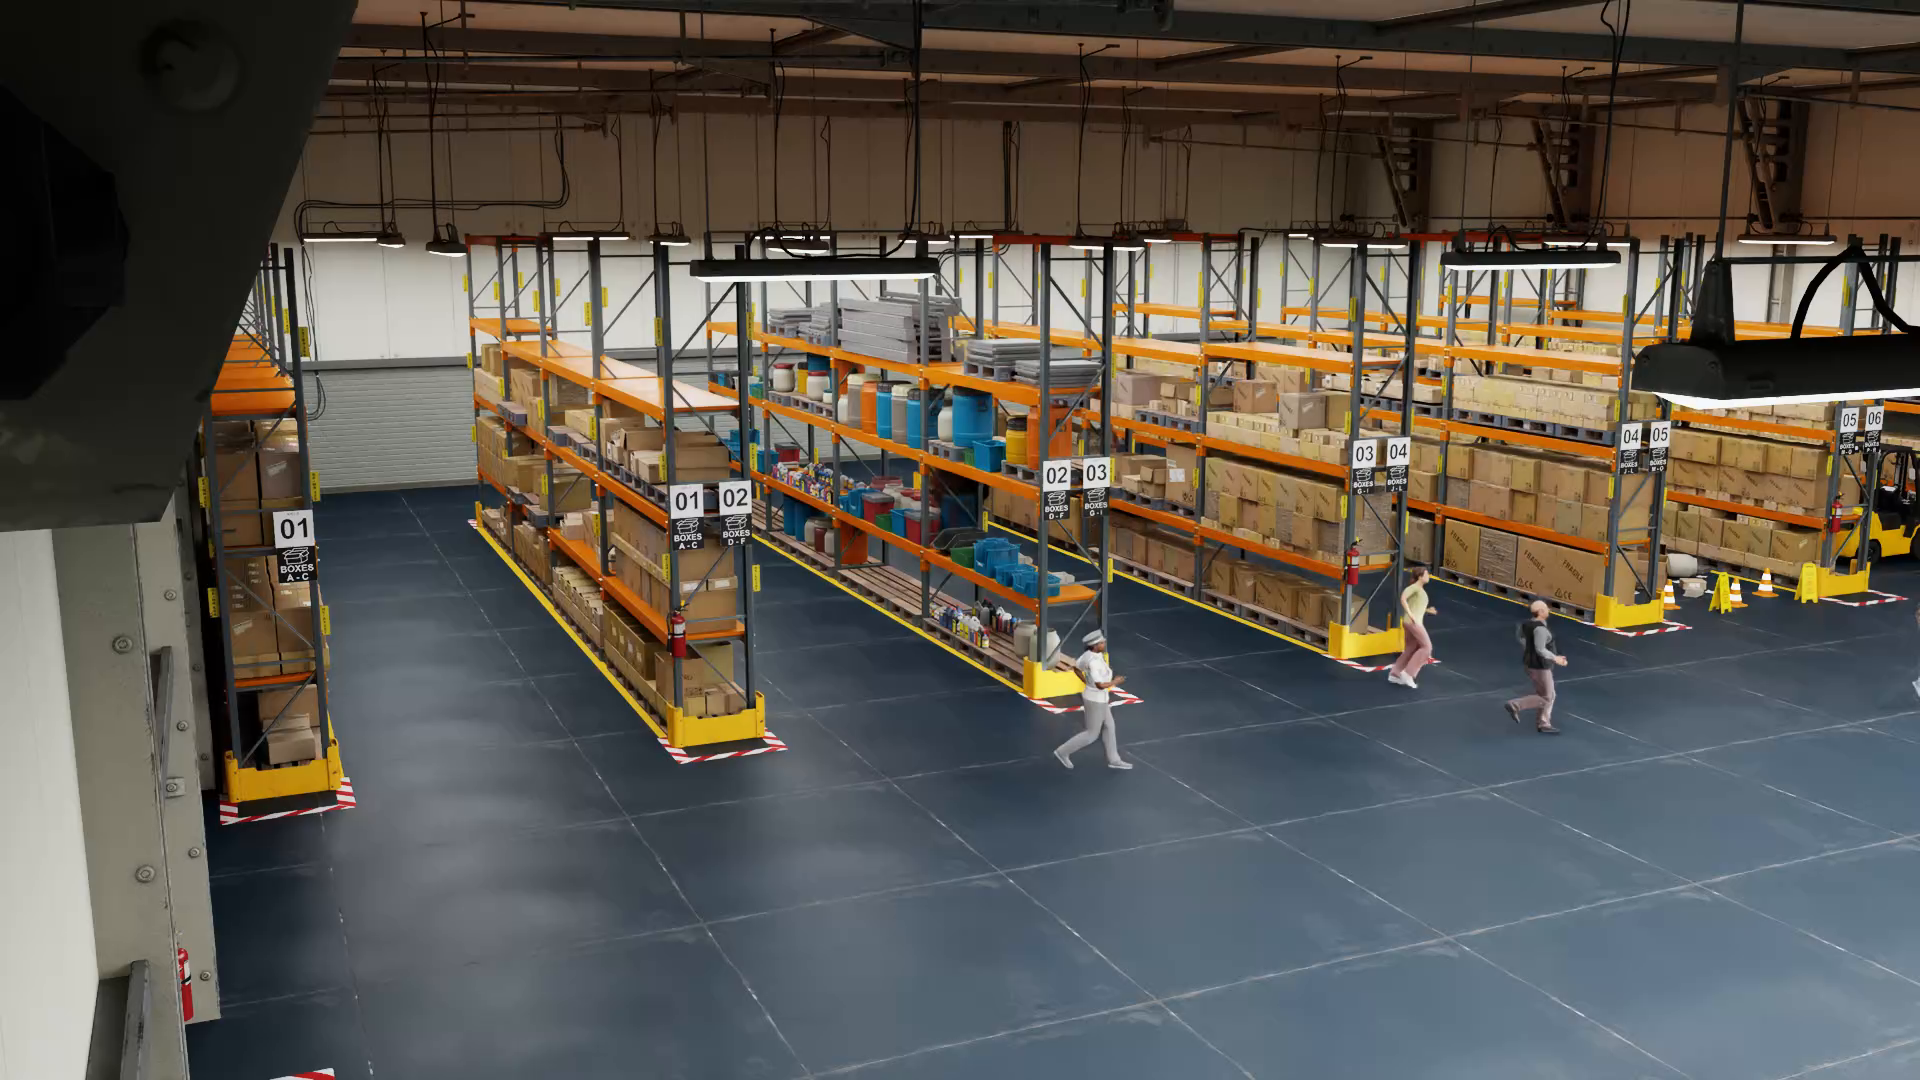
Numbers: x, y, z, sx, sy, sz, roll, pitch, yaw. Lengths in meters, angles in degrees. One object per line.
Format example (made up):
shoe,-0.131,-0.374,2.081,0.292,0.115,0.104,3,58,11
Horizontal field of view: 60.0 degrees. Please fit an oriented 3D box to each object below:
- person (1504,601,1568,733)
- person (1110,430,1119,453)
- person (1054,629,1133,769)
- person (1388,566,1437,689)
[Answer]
person,7.118,1.577,20.583,0.765,1.690,0.659,0,11,0
person,3.310,-1.867,38.042,0.708,1.778,0.918,-4,12,-19
person,1.542,1.842,19.106,0.931,1.677,0.580,0,11,-1
person,6.236,1.181,22.869,0.608,1.635,0.692,3,11,16
